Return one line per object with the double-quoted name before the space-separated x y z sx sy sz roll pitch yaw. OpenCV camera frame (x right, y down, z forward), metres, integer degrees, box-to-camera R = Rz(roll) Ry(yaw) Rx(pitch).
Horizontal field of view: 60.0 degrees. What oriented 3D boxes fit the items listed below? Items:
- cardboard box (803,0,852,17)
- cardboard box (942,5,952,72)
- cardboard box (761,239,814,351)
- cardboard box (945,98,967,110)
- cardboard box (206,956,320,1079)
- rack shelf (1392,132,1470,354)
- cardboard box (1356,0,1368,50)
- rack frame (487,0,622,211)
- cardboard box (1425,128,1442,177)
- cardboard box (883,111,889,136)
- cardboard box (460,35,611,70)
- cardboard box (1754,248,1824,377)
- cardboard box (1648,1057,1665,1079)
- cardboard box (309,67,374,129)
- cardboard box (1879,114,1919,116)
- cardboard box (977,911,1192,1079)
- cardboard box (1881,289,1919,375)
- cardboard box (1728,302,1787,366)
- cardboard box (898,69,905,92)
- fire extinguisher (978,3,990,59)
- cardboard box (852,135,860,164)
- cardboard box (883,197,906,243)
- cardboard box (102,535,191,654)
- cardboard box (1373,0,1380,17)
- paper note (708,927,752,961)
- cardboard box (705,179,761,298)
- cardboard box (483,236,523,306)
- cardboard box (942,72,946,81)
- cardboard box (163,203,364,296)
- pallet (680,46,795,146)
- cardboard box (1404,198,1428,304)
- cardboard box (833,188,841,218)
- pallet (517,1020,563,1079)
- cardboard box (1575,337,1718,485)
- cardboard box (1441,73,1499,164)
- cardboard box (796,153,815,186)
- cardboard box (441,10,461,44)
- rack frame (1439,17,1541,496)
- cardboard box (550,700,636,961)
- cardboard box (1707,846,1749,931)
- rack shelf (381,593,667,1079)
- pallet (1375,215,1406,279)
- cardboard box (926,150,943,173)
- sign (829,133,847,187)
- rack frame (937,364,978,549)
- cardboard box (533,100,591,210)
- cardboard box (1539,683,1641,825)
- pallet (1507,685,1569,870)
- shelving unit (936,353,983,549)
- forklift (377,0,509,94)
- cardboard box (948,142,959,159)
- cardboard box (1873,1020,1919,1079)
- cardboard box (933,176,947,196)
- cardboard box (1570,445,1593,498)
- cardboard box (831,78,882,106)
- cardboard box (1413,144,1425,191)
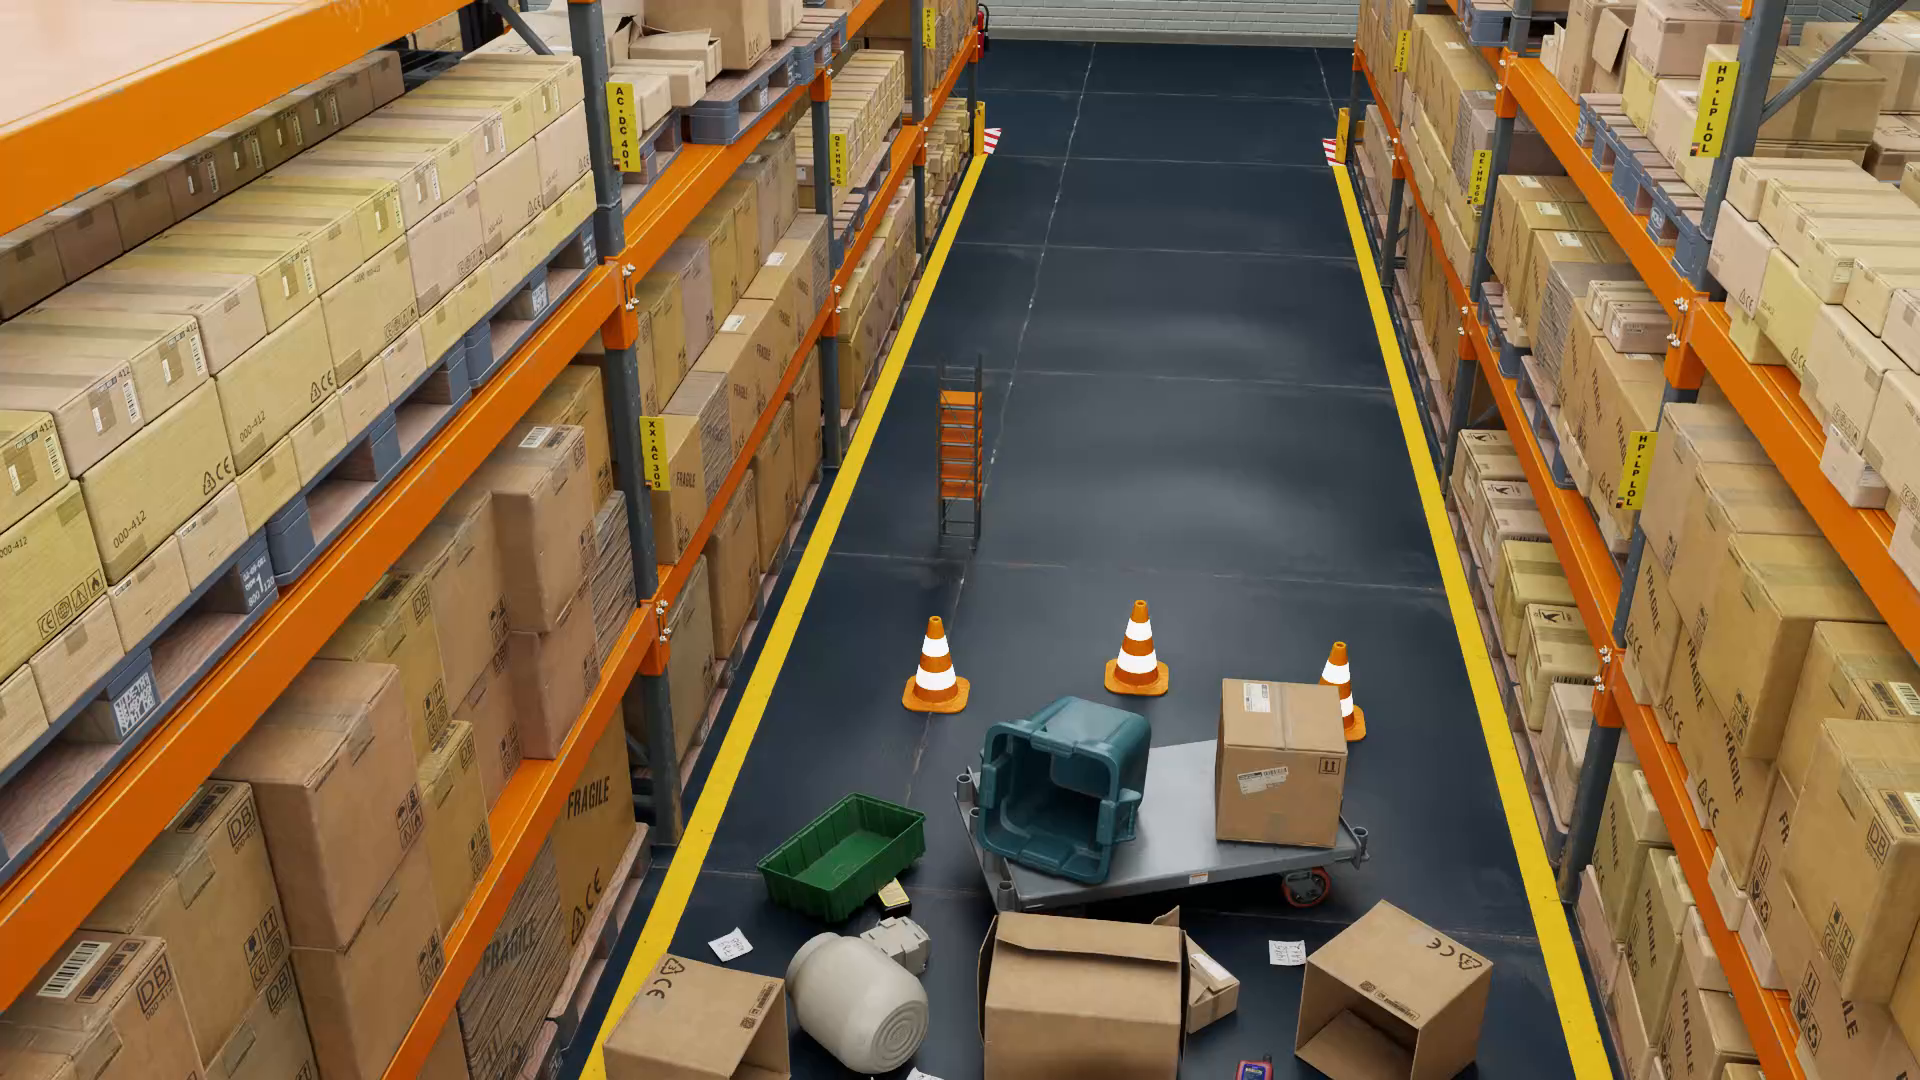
"cardboard box" -0.963 -3.465 10.250 0.500 0.500 0.500 3 28 6
"cardboard box" -0.345 -4.591 15.191 0.500 0.500 0.500 3 28 5
"cardboard box" -1.148 -1.428 9.633 0.500 0.500 0.500 3 28 6
"cardboard box" -0.130 -4.540 17.450 0.380 0.149 0.250 4 29 7
"cardboard box" -2.231 1.416 4.302 0.875 0.550 0.550 3 28 6
"rack shelf" 3.873 -2.231 11.987 1.077 0.370 4.000 3 28 6
"cardboard box" 4.265 -5.207 16.647 0.500 0.500 0.500 3 28 6
"rack frame" -1.787 -2.605 5.597 1.000 3.000 0.127 3 28 6
"cardboard box" 3.600 -2.732 11.789 0.500 0.250 0.500 3 28 5
"cardboard box" -0.754 -3.248 12.938 0.380 0.149 0.250 2 28 4
"cardboard box" -1.854 -2.041 7.323 0.500 0.250 0.500 3 28 6
"cardboard box" 2.758 -0.675 5.021 0.500 0.250 0.500 3 28 6
"cardboard box" 2.681 2.066 5.709 0.500 0.250 0.500 3 28 6
"cardboard box" -2.199 -1.482 5.551 0.380 0.149 0.250 3 28 6
"cardboard box" 3.669 -1.654 6.709 0.500 0.250 0.500 3 28 6
"cardboard box" 0.457 1.784 6.265 0.797 0.637 0.503 3 28 6
"cardboard box" 2.670 -0.539 4.350 0.380 0.149 0.250 3 28 5
"cardboard box" 2.766 -0.681 5.454 0.380 0.149 0.250 3 28 6
"cardboard box" -0.660 -3.736 13.530 0.380 0.149 0.250 4 29 8
"fire extinguisher" 0.172 -5.506 17.782 0.296 0.674 0.183 3 28 6
"cardboard box" -0.916 -2.757 11.714 0.380 0.149 0.250 3 28 6
"cardboard box" -0.724 -2.538 13.200 0.500 0.250 0.500 5 29 9
"cardboard box" -1.855 0.100 3.456 0.380 0.149 0.250 3 29 6
"cardboard box" 4.155 -5.161 15.507 0.500 0.500 0.500 3 28 6
"paper note" -0.971 1.712 7.039 0.147 0.020 0.142 -17 33 -29
"cardboard box" -1.483 -1.640 8.972 0.700 0.500 0.500 3 28 5
"cardboard box" -1.607 -0.852 5.223 0.380 0.149 0.250 3 29 6
"cardboard box" -0.334 -4.356 15.438 0.380 0.149 0.250 5 29 8
"cardboard box" -1.733 -0.728 4.152 0.380 0.149 0.250 4 29 7
"pallet" -1.457 -2.251 8.303 1.003 0.211 1.213 5 29 9
"cardboard box" 4.122 -2.442 13.418 0.875 0.875 0.875 4 29 8
"cardboard box" -1.009 -2.246 11.079 0.380 0.149 0.250 5 29 9
"pallet" -2.105 2.193 5.957 1.003 0.211 1.213 3 28 6
"cardboard box" 3.026 -0.548 7.242 0.500 0.500 0.500 4 29 6
"cardboard box" 3.554 -2.825 11.171 0.500 0.500 0.500 3 28 6
"cardboard box" -1.048 -2.391 10.721 0.380 0.149 0.250 3 28 6
"cardboard box" -5.208 -5.046 16.298 0.500 0.250 0.500 3 29 6
"rack frame" 3.628 -1.607 10.069 1.000 3.000 0.127 3 28 6
"cardboard box" -1.934 1.079 6.882 0.875 0.875 0.875 4 29 7
"cardboard box" 2.615 1.118 5.277 0.380 0.149 0.250 3 29 6
"rack shelf" -2.032 1.294 5.443 1.077 0.370 4.000 3 28 6
"pallet" 4.289 -2.615 14.882 1.003 0.211 1.213 3 28 6
"cardboard box" -0.363 -3.559 15.629 0.380 0.149 0.250 4 29 7
"sign" -0.746 -2.326 10.183 0.100 0.325 0.005 3 28 6
"rack frame" -0.013 -0.478 9.873 0.240 1.200 0.006 3 28 6
"cardboard box" -1.593 -1.332 5.693 0.500 0.250 0.500 3 28 6
"cardboard box" 3.200 1.001 7.557 0.950 0.372 0.625 4 29 7
"pallet" 3.232 1.137 7.916 1.003 0.211 1.213 3 28 6
"shelving unit" -0.002 -0.521 9.953 0.258 1.200 0.189 3 28 6
"forklift" -3.659 -2.225 11.289 1.130 2.935 3.031 6 29 12
"cardboard box" -0.211 -3.919 16.611 0.380 0.149 0.250 4 29 7
"cardboard box" 2.507 1.477 3.926 0.500 0.500 0.500 3 29 6
"cardboard box" -0.325 -3.425 16.008 0.380 0.149 0.250 3 28 5
"cardboard box" 2.973 -0.303 7.471 0.380 0.149 0.250 3 28 5
"cardboard box" -0.794 -3.378 12.553 0.380 0.149 0.250 2 28 5
"cardboard box" 3.662 -2.748 12.346 0.500 0.250 0.500 3 28 6
